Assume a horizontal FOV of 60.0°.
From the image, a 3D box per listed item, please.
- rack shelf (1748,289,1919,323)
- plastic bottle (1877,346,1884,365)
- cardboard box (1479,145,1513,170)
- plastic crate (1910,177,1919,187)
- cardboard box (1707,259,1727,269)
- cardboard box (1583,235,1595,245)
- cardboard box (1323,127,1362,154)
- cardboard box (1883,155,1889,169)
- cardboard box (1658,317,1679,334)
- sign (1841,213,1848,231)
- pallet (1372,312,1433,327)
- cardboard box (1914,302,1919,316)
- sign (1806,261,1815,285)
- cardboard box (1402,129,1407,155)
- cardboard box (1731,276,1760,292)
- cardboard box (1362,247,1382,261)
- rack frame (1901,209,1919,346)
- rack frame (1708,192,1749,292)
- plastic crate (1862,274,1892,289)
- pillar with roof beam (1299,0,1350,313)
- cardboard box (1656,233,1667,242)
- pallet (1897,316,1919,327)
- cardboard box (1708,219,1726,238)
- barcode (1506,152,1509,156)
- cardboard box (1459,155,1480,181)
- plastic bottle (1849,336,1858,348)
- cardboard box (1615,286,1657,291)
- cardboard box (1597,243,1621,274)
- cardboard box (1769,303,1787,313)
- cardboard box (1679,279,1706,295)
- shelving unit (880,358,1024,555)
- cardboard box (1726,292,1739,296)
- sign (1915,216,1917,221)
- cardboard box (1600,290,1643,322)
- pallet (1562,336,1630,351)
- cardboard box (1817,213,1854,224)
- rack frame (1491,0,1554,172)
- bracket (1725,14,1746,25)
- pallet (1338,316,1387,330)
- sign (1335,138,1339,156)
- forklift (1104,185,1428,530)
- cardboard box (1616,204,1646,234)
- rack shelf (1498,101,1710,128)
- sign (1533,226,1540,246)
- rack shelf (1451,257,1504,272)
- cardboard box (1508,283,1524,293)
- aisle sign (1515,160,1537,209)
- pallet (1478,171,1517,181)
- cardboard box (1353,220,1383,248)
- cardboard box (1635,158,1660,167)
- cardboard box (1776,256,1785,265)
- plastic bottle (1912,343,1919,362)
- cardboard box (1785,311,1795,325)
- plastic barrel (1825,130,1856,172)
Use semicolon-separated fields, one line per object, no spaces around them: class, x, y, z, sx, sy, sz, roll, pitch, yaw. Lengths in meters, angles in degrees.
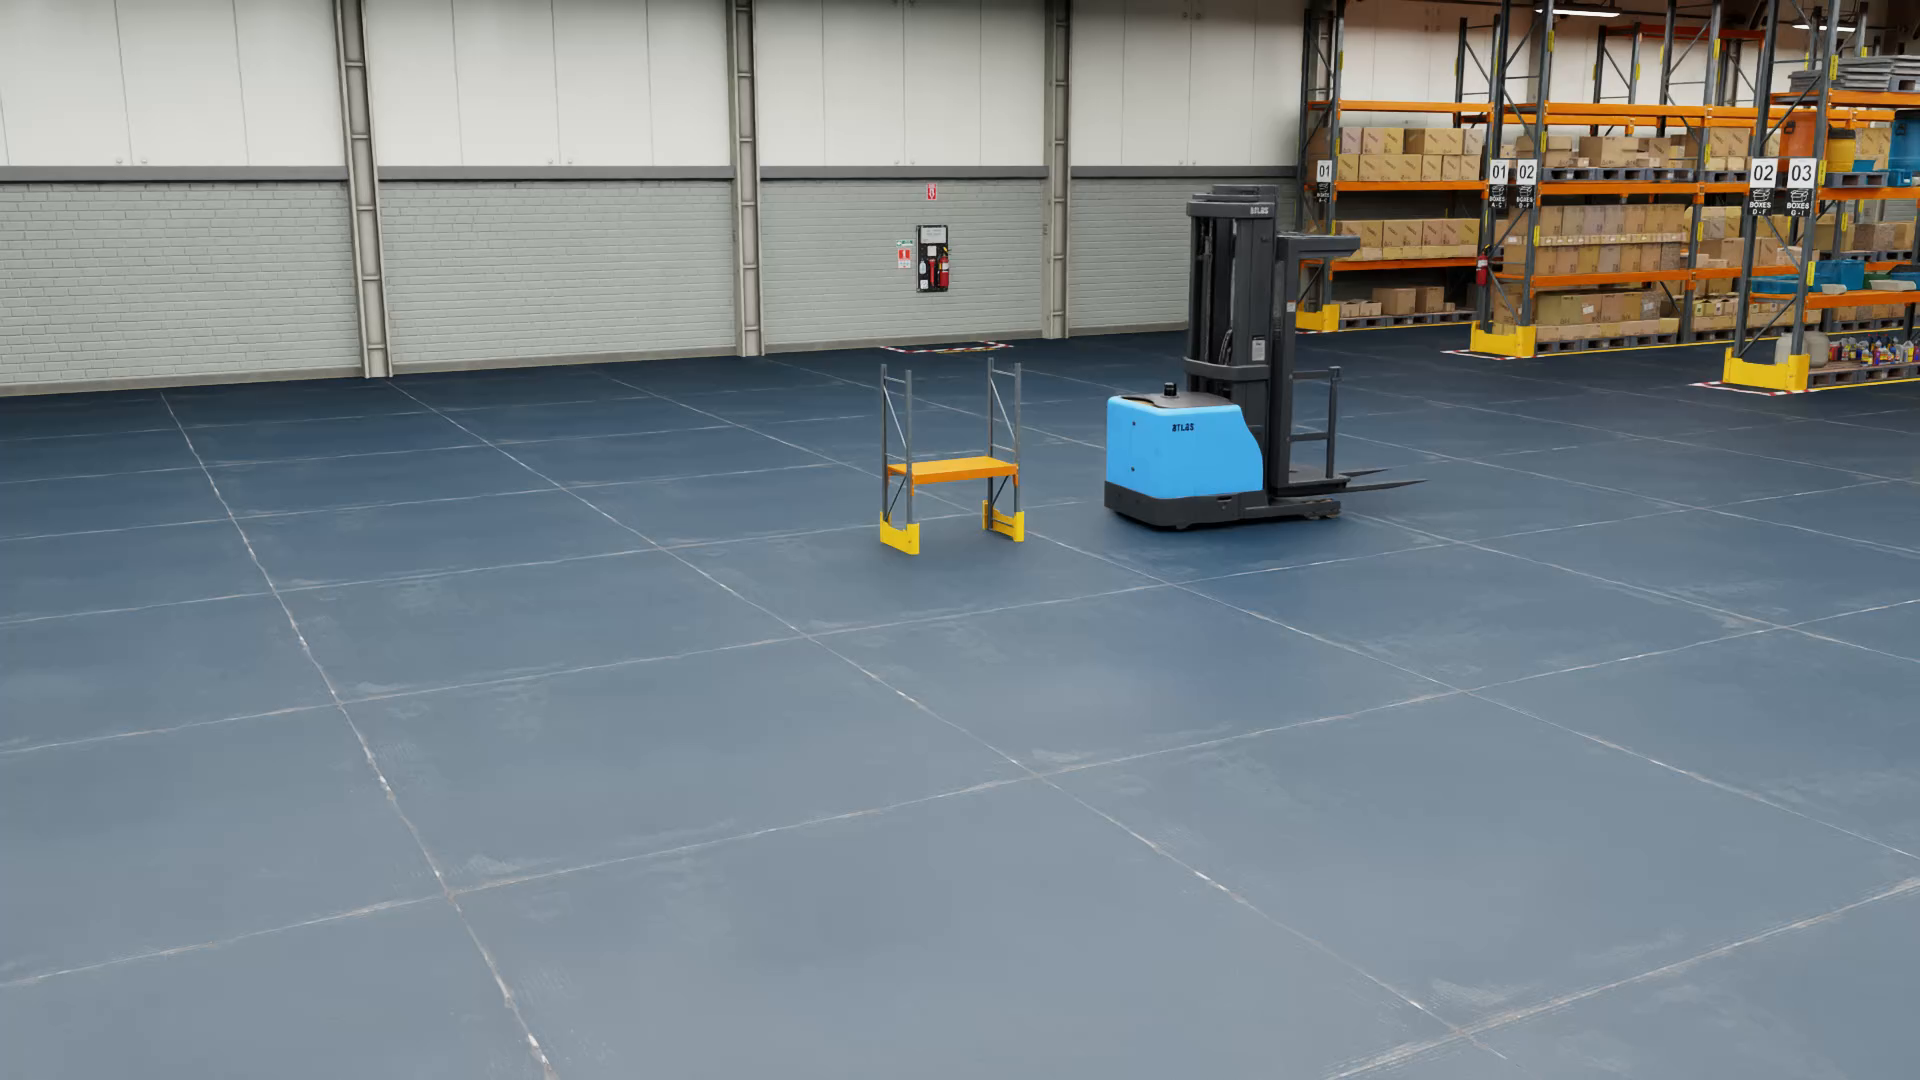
rack shelf;13.318;-3.535;24.622;4.000;0.370;1.077;-7;14;-28
plastic bottle;13.604;-2.726;24.601;0.097;0.271;0.097;0;13;0
cardboard box;10.845;-7.765;33.762;0.500;0.500;0.500;-5;13;-20
plastic crate;13.859;-5.184;24.081;0.396;0.136;0.243;-7;14;-28
cardboard box;13.579;-4.982;29.988;0.250;0.149;0.380;-7;14;-28
cardboard box;10.546;-5.104;28.253;0.250;0.149;0.380;-7;15;-30
cardboard box;7.270;-7.588;31.612;0.500;0.500;0.500;-8;15;-32
cardboard box;17.485;-7.145;31.965;0.500;0.500;0.910;-7;14;-28
cardboard box;12.401;-3.824;29.574;0.500;0.250;0.500;-7;14;-28
sign;16.483;-5.930;30.991;0.005;0.325;0.100;-7;14;-28
pallet;8.682;-4.438;33.350;1.213;0.211;1.003;-7;14;-28
cardboard box;18.551;-4.678;32.753;0.500;0.500;0.500;-7;14;-27
sign;11.823;-3.704;23.105;0.005;0.325;0.100;-7;14;-28
cardboard box;8.431;-7.849;32.770;0.500;0.500;0.500;-7;14;-28
cardboard box;18.054;-5.891;38.192;0.500;0.500;0.700;-7;14;-27
cardboard box;7.845;-5.569;32.317;0.500;0.250;0.500;-7;15;-30
rack frame;15.074;-4.096;25.478;0.127;3.000;1.000;-7;14;-28
rack frame;17.349;-6.847;37.701;0.127;3.000;1.000;-7;14;-28
plastic crate;13.747;-3.904;25.109;0.662;0.188;0.450;-7;14;-28
pillar with roof beam;9.079;-7.922;28.815;0.548;9.000;9.100;-7;14;-28
cardboard box;12.121;-5.293;29.090;0.250;0.149;0.380;-7;15;-30
pallet;19.030;-4.439;33.355;1.213;0.211;1.003;-7;14;-28
cardboard box;16.621;-6.898;36.977;0.500;0.500;0.500;-7;14;-27
barcode;9.226;-6.502;28.013;0.075;0.075;0.001;-7;14;-28
cardboard box;10.000;-7.426;33.170;0.500;0.500;0.500;-6;14;-26
plastic bottle;13.628;-2.949;25.412;0.185;0.351;0.144;-7;14;-28
cardboard box;12.147;-4.292;29.946;0.500;0.500;0.500;-7;14;-28
cardboard box;10.966;-4.889;28.774;0.500;0.500;0.700;-6;14;-26
cardboard box;14.975;-4.398;30.848;0.500;0.311;0.500;-7;14;-28
cardboard box;16.062;-5.816;37.058;0.750;0.750;0.750;-6;14;-26
shelving unit;-0.067;-0.724;13.909;1.083;1.500;0.587;-7;14;-28
cardboard box;14.708;-4.500;31.303;0.500;0.311;0.500;-7;15;-29
sign;19.459;-6.419;33.827;0.005;0.325;0.100;-7;14;-28
cardboard box;11.520;-4.086;29.030;0.500;0.500;0.500;-7;14;-28
pallet;10.913;-3.486;29.118;1.213;0.211;1.003;-7;14;-28
cardboard box;20.417;-7.359;39.291;0.700;0.700;0.980;-6;14;-25
rack frame;9.193;-7.557;27.193;0.127;3.000;1.000;-7;14;-28
bracket;17.354;-11.658;37.217;0.430;0.232;0.235;-7;14;-28
pallet;7.613;-4.311;32.783;1.213;0.211;1.003;-7;14;-28
sign;7.076;-7.370;31.202;0.005;0.325;0.100;-7;14;-28
forklift;2.878;-1.710;15.031;3.031;2.935;1.130;-5;14;-23
cardboard box;11.434;-5.579;28.885;0.500;0.500;0.700;-7;14;-28
rack shelf;10.948;-7.221;28.251;4.000;0.370;1.077;-7;14;-28
sign;9.453;-4.984;27.270;0.005;0.325;0.100;-7;14;-28
rack shelf;12.082;-5.865;34.976;4.000;0.370;1.077;-7;14;-28
cardboard box;11.394;-5.145;34.831;0.500;0.500;0.700;-7;15;-29
aisle sign;9.282;-5.833;27.273;0.004;0.787;0.394;-7;14;-28
pallet;10.920;-7.422;33.850;1.003;0.211;1.213;-7;14;-28
cardboard box;7.818;-5.929;32.212;0.500;0.500;0.500;-7;14;-28
cardboard box;11.776;-6.486;28.560;0.250;0.149;0.380;-7;14;-28
cardboard box;15.122;-5.204;30.975;0.250;0.149;0.380;-6;14;-24
plastic bottle;14.355;-2.817;24.979;0.133;0.283;0.061;-6;14;-24
cardboard box;15.419;-4.178;31.148;0.500;0.250;0.500;-7;14;-29
plastic barrel;12.503;-5.580;23.854;0.600;0.588;0.600;0;13;0
